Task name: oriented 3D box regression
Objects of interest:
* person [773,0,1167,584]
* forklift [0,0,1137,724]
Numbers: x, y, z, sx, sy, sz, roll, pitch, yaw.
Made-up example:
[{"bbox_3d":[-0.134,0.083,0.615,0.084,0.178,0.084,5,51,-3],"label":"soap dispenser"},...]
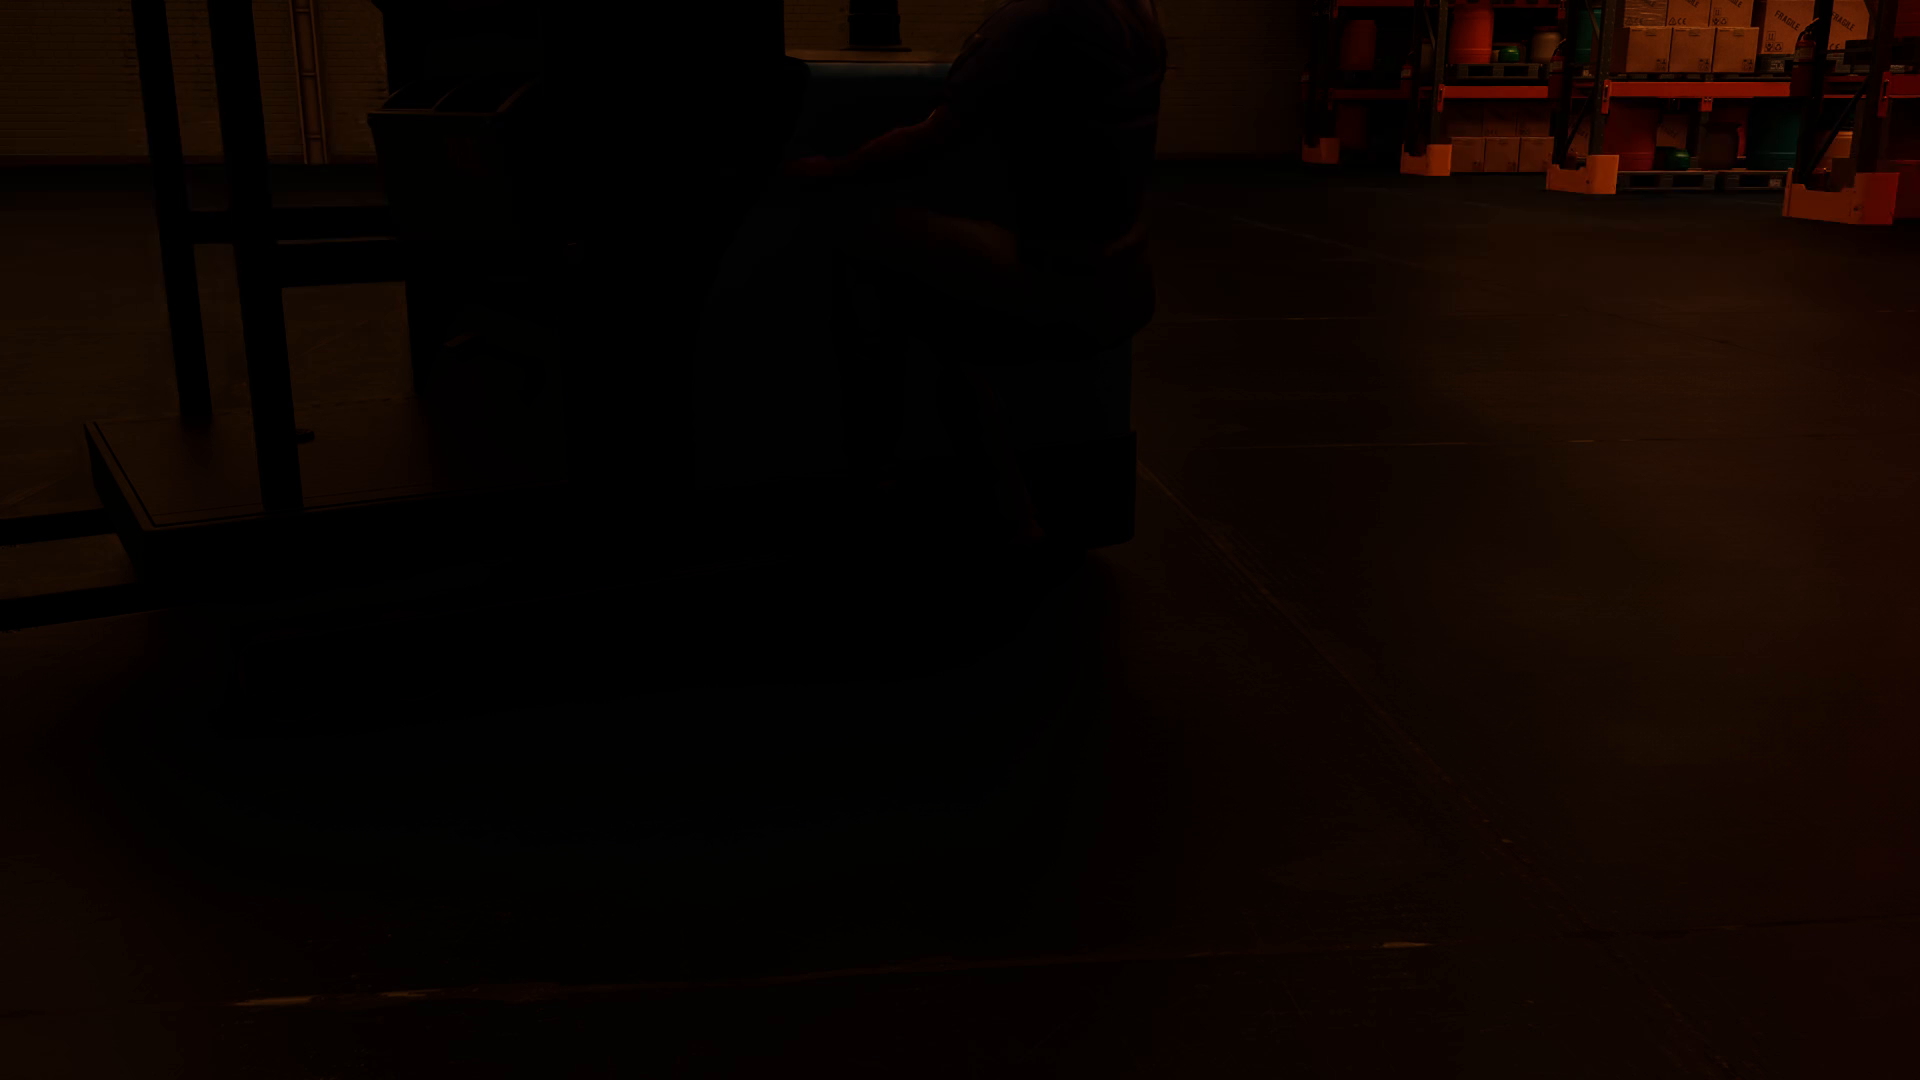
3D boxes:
[{"bbox_3d":[-0.014,-0.536,3.126,0.778,1.429,0.797,6,16,22],"label":"person"},{"bbox_3d":[-1.139,-1.264,2.980,3.031,2.935,1.130,-9,17,-30],"label":"forklift"}]
